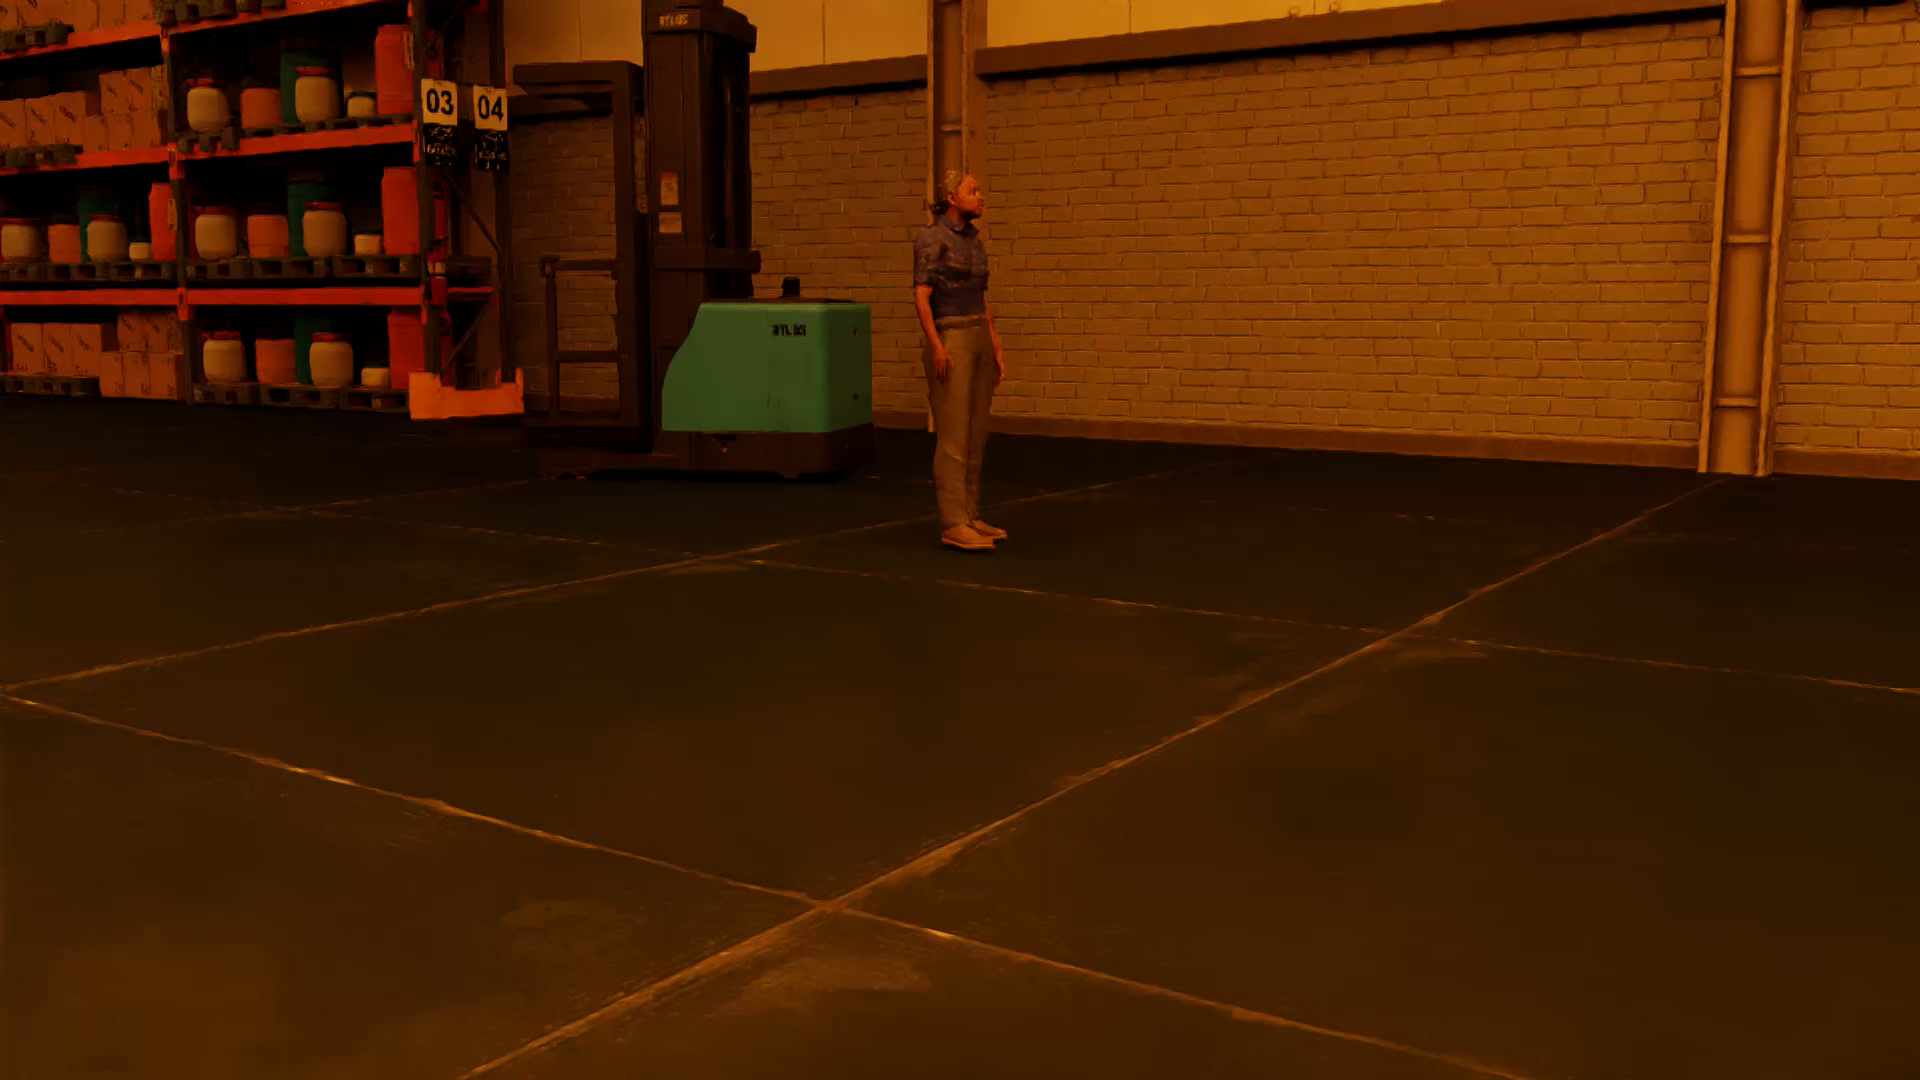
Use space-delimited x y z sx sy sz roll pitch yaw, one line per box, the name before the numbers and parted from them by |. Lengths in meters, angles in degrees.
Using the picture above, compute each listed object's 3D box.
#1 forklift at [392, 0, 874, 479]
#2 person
forklift | -2.132 -1.900 10.556 3.031 2.935 1.130 2 8 14
person | 0.062 -0.817 7.421 0.503 1.654 0.570 5 10 34
